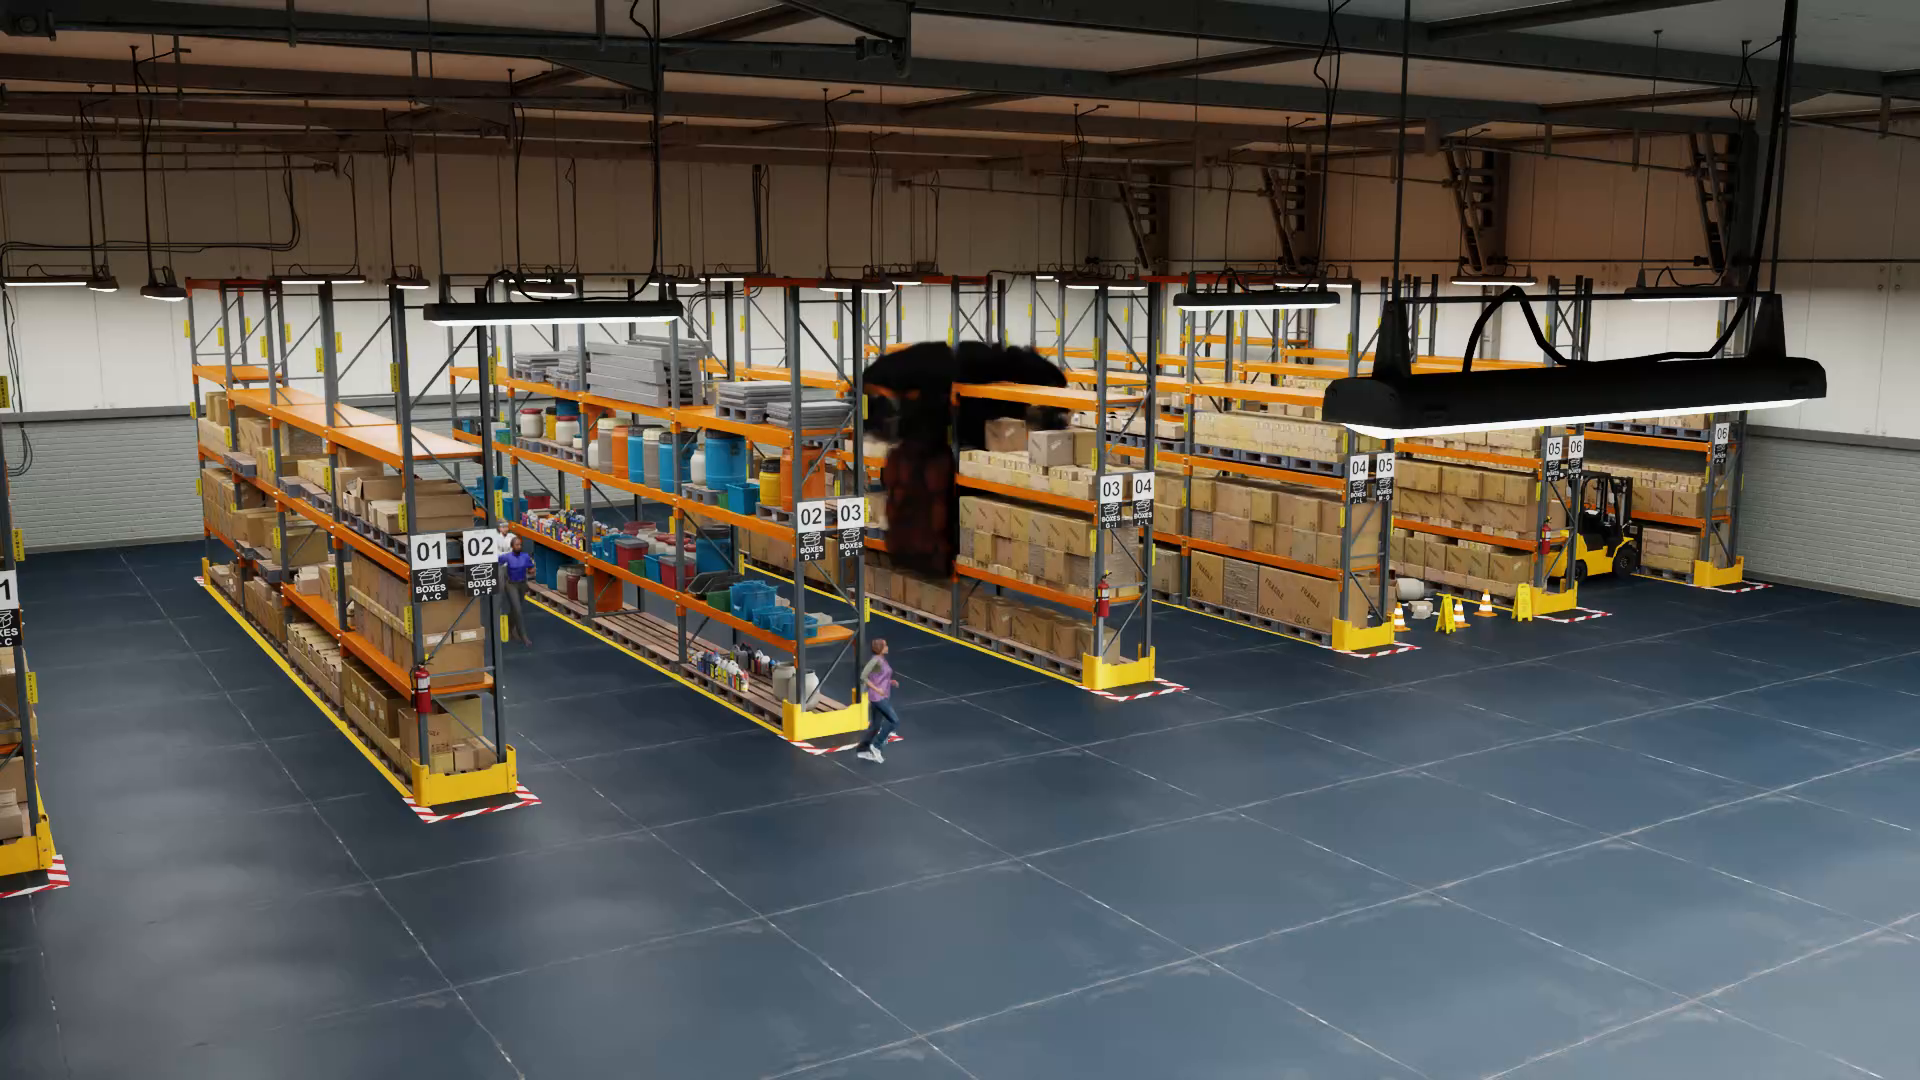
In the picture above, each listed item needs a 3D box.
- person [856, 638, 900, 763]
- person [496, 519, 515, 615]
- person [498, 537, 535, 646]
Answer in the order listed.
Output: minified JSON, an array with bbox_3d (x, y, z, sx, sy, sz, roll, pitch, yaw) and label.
[{"bbox_3d":[-1.040,2.036,21.151,0.561,1.580,0.570,1,10,3],"label":"person"},{"bbox_3d":[-7.750,0.474,28.341,0.628,1.719,0.804,-6,11,-34],"label":"person"},{"bbox_3d":[-7.051,0.790,26.453,0.831,1.694,0.559,9,13,43],"label":"person"}]
